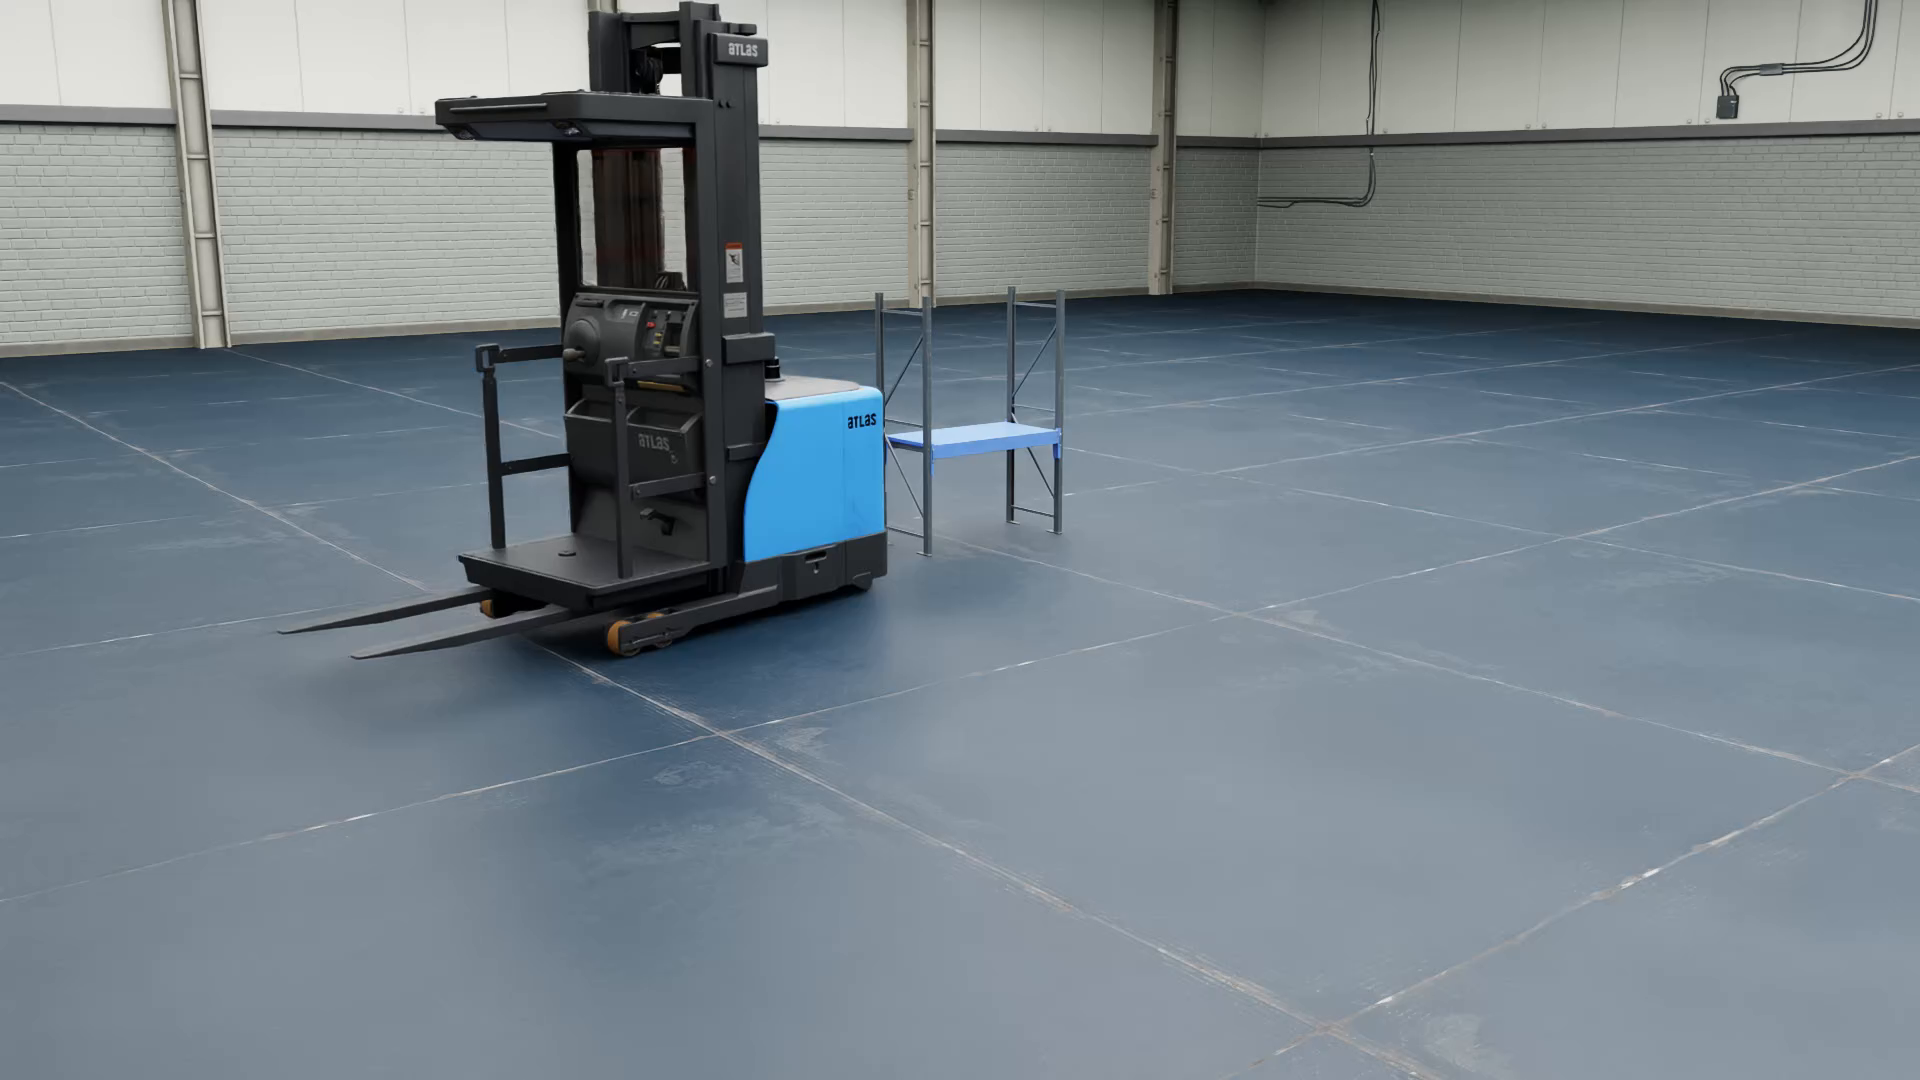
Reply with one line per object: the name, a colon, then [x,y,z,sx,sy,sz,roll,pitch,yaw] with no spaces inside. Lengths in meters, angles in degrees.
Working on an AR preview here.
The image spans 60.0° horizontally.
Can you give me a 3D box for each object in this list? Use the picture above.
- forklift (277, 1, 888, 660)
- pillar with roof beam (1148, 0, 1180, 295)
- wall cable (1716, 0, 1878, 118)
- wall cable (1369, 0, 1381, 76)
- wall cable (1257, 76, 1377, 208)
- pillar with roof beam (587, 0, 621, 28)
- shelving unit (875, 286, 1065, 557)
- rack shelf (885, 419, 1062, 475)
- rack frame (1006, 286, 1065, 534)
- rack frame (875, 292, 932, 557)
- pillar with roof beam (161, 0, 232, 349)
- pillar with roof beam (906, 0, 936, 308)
forklift: [-1.729,-1.017,7.863,1.130,2.935,3.031,10,16,39]
pillar with roof beam: [6.701,-8.636,29.134,0.400,9.000,9.100,-9,15,-38]
wall cable: [13.056,-9.624,25.598,0.169,6.003,2.305,-9,15,-38]
wall cable: [8.828,-10.015,30.944,0.112,2.526,3.097,-9,15,-38]
wall cable: [7.138,-7.983,33.535,0.112,2.526,3.097,-9,15,-38]
pillar with roof beam: [-2.669,-7.079,21.801,0.400,9.000,9.100,-9,15,-38]
shelving unit: [0.067,-0.745,10.025,1.048,1.500,0.538,-9,15,-38]
rack shelf: [0.067,-0.569,10.062,1.000,0.185,0.538,-9,15,-38]
rack frame: [0.464,-0.811,10.336,0.032,1.500,0.500,-9,15,-38]
rack frame: [-0.330,-0.679,9.714,0.032,1.500,0.500,-9,15,-38]
pillar with roof beam: [-7.354,-6.300,18.134,0.400,9.000,9.100,-9,15,-38]
pillar with roof beam: [2.016,-7.857,25.467,0.400,9.000,9.100,-9,15,-38]
